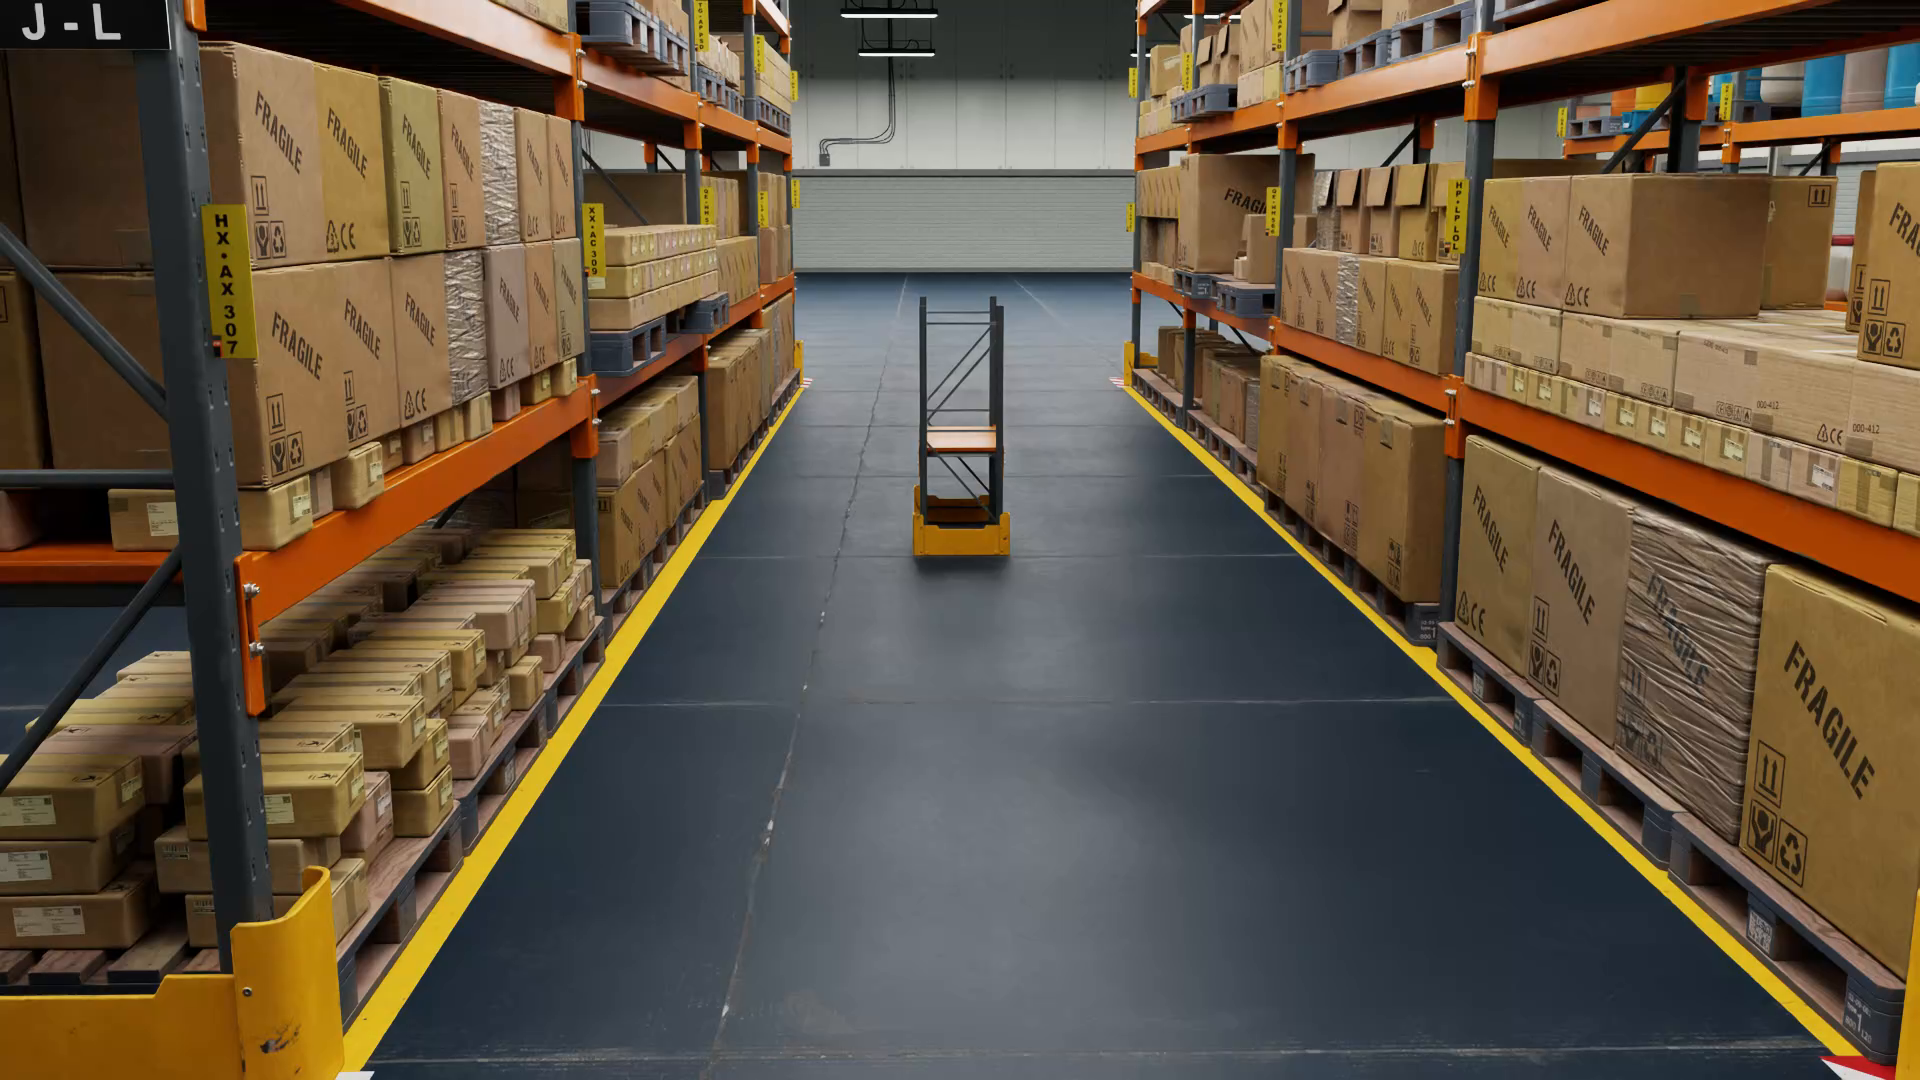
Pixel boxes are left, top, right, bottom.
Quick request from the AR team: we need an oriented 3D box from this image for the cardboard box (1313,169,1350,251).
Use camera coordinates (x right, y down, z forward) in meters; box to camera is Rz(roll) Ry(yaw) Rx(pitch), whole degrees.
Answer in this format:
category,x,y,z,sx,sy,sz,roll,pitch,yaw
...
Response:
category,x,y,z,sx,sy,sz,roll,pitch,yaw
cardboard box,2.682,-2.113,10.655,0.797,0.503,0.637,0,11,1

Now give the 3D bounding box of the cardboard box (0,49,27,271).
category,x,y,z,sx,sy,sz,roll,pitch,yaw
cardboard box,-2.370,-0.902,3.946,0.500,0.500,0.500,0,11,-2

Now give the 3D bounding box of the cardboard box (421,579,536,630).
category,x,y,z,sx,sy,sz,roll,pitch,yaw
cardboard box,-1.845,0.253,6.387,0.380,0.149,0.250,-1,11,-4

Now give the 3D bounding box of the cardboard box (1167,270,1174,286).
category,x,y,z,sx,sy,sz,roll,pitch,yaw
cardboard box,2.245,-2.580,16.364,0.380,0.149,0.250,0,11,-1

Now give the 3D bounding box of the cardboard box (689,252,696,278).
category,x,y,z,sx,sy,sz,roll,pitch,yaw
cardboard box,-1.789,-1.645,9.950,0.380,0.149,0.250,0,11,-2

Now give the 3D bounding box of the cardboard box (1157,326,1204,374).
category,x,y,z,sx,sy,sz,roll,pitch,yaw
cardboard box,2.514,-2.165,18.915,0.500,0.500,0.500,2,12,9

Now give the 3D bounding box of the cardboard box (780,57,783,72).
category,x,y,z,sx,sy,sz,roll,pitch,yaw
cardboard box,-2.077,-5.033,17.597,0.380,0.149,0.250,0,11,-1

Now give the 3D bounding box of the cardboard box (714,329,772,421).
category,x,y,z,sx,sy,sz,roll,pitch,yaw
cardboard box,-2.257,-1.493,14.975,1.050,0.750,0.750,0,11,-1

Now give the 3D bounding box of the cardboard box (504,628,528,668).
category,x,y,z,sx,sy,sz,roll,pitch,yaw
cardboard box,-1.897,0.392,6.447,0.380,0.149,0.250,0,11,0

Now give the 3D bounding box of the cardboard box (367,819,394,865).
category,x,y,z,sx,sy,sz,roll,pitch,yaw
cardboard box,-1.902,0.858,4.901,0.380,0.149,0.250,0,11,-1

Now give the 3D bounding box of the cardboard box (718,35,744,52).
category,x,y,z,sx,sy,sz,roll,pitch,yaw
cardboard box,-2.028,-4.579,15.359,0.380,0.149,0.250,0,11,-1

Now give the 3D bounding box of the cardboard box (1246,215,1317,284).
category,x,y,z,sx,sy,sz,roll,pitch,yaw
cardboard box,2.521,-2.190,12.503,0.700,0.500,0.500,1,12,7

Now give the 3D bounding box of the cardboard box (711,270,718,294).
category,x,y,z,sx,sy,sz,roll,pitch,yaw
cardboard box,-1.808,-1.704,10.989,0.380,0.149,0.250,0,11,0

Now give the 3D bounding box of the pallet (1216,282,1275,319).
category,x,y,z,sx,sy,sz,roll,pitch,yaw
pallet,2.562,-1.765,12.197,1.213,0.211,1.003,0,11,-1

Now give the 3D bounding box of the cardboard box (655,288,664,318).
category,x,y,z,sx,sy,sz,roll,pitch,yaw
cardboard box,-1.760,-1.240,8.702,0.380,0.149,0.250,0,11,-1

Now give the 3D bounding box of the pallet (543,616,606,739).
category,x,y,z,sx,sy,sz,roll,pitch,yaw
pallet,-2.145,0.578,7.181,1.003,0.211,1.213,0,11,-1

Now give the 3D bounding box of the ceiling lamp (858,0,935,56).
category,x,y,z,sx,sy,sz,roll,pitch,yaw
ceiling lamp,-1.642,-14.150,42.992,2.000,3.185,0.800,0,11,-1

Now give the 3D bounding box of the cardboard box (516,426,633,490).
category,x,y,z,sx,sy,sz,roll,pitch,yaw
cardboard box,-1.946,-0.419,8.422,0.500,0.250,0.500,-1,11,-4

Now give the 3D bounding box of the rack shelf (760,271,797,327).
category,x,y,z,sx,sy,sz,roll,pitch,yaw
rack shelf,-2.401,-2.558,17.430,1.077,0.370,4.000,0,11,-1

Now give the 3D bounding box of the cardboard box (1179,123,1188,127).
category,x,y,z,sx,sy,sz,roll,pitch,yaw
cardboard box,2.331,-3.999,15.559,0.500,0.250,0.500,0,11,1

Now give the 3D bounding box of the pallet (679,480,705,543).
category,x,y,z,sx,sy,sz,roll,pitch,yaw
pallet,-2.263,-0.195,10.992,1.003,0.211,1.213,0,11,-1

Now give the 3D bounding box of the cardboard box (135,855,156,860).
category,x,y,z,sx,sy,sz,roll,pitch,yaw
cardboard box,-2.438,0.910,4.645,0.380,0.149,0.250,0,11,1

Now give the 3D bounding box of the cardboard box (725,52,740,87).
category,x,y,z,sx,sy,sz,roll,pitch,yaw
cardboard box,-2.115,-3.919,13.859,0.500,0.250,0.500,0,11,-2

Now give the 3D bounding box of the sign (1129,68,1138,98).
category,x,y,z,sx,sy,sz,roll,pitch,yaw
sign,1.976,-5.204,18.924,0.100,0.325,0.005,0,11,-1

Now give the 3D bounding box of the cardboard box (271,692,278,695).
category,x,y,z,sx,sy,sz,roll,pitch,yaw
cardboard box,-2.431,0.557,5.633,0.380,0.149,0.250,0,11,2

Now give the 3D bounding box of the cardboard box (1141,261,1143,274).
category,x,y,z,sx,sy,sz,roll,pitch,yaw
cardboard box,2.286,-3.127,19.061,0.380,0.149,0.250,0,11,-1

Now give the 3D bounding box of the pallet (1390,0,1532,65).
category,x,y,z,sx,sy,sz,roll,pitch,yaw
pallet,2.698,-2.481,8.180,0.805,0.209,1.217,-1,11,-3

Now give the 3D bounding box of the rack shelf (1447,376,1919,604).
category,x,y,z,sx,sy,sz,roll,pitch,yaw
rack shelf,2.808,-0.172,5.674,1.077,0.370,4.000,0,11,-1

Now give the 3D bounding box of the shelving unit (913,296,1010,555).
category,x,y,z,sx,sy,sz,roll,pitch,yaw
shelving unit,-0.002,-0.750,10.485,0.587,1.500,1.083,0,11,-1

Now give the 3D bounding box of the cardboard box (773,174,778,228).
category,x,y,z,sx,sy,sz,roll,pitch,yaw
cardboard box,-2.353,-3.511,17.227,0.875,0.550,0.500,0,11,-1

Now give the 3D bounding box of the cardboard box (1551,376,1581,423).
category,x,y,z,sx,sy,sz,roll,pitch,yaw
cardboard box,2.464,-0.532,6.267,0.380,0.149,0.250,0,11,-2

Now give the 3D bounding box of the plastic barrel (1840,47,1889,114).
category,x,y,z,sx,sy,sz,roll,pitch,yaw
plastic barrel,7.794,-4.019,14.018,0.600,0.901,0.600,0,11,0

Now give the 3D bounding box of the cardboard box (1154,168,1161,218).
category,x,y,z,sx,sy,sz,roll,pitch,yaw
cardboard box,2.289,-3.584,17.167,0.500,0.500,0.500,0,11,-1

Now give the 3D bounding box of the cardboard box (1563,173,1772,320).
category,x,y,z,sx,sy,sz,roll,pitch,yaw
cardboard box,2.538,-1.065,6.006,0.500,0.500,0.500,-1,11,-3

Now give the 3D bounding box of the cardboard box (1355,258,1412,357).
category,x,y,z,sx,sy,sz,roll,pitch,yaw
cardboard box,2.462,-1.266,9.002,0.500,0.500,0.500,0,11,-2

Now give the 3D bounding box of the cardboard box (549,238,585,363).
category,x,y,z,sx,sy,sz,roll,pitch,yaw
cardboard box,-1.902,-1.022,7.053,0.500,0.500,0.500,0,11,-1

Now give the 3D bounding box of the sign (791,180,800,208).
category,x,y,z,sx,sy,sz,roll,pitch,yaw
sign,-1.900,-3.991,19.177,0.100,0.325,0.005,0,11,-1

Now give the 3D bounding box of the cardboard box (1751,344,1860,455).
category,x,y,z,sx,sy,sz,roll,pitch,yaw
cardboard box,2.564,-0.396,4.595,0.500,0.250,0.500,0,11,-2

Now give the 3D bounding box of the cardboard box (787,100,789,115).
category,x,y,z,sx,sy,sz,roll,pitch,yaw
cardboard box,-2.093,-4.795,18.428,0.380,0.149,0.250,0,11,-1

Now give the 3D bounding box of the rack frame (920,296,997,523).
category,x,y,z,sx,sy,sz,roll,pitch,yaw
rack frame,-0.012,-0.853,10.992,0.500,1.500,0.032,0,11,-1

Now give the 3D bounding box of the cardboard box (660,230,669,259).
category,x,y,z,sx,sy,sz,roll,pitch,yaw
cardboard box,-1.766,-1.584,8.900,0.380,0.149,0.250,0,11,-2

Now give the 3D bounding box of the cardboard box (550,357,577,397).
category,x,y,z,sx,sy,sz,roll,pitch,yaw
cardboard box,-1.841,-0.693,7.060,0.380,0.149,0.250,-1,11,-3

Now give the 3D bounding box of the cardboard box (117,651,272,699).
category,x,y,z,sx,sy,sz,roll,pitch,yaw
cardboard box,-2.460,0.462,5.353,0.380,0.149,0.250,0,11,1

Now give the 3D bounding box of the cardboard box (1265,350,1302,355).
category,x,y,z,sx,sy,sz,roll,pitch,yaw
cardboard box,2.619,-1.314,12.787,0.500,0.250,0.500,1,12,5

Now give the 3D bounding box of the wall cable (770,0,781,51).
category,x,y,z,sx,sy,sz,roll,pitch,yaw
wall cable,-6.799,-15.805,49.498,3.097,2.526,0.112,0,11,-1

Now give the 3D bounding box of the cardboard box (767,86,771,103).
category,x,y,z,sx,sy,sz,roll,pitch,yaw
cardboard box,-2.044,-4.339,16.182,0.380,0.149,0.250,0,11,-2

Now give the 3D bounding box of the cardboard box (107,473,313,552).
category,x,y,z,sx,sy,sz,roll,pitch,yaw
cardboard box,-1.791,-0.070,3.990,0.380,0.149,0.250,0,11,-2

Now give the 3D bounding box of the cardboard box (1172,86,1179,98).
category,x,y,z,sx,sy,sz,roll,pitch,yaw
cardboard box,2.268,-4.326,16.168,0.380,0.149,0.250,-1,11,-3

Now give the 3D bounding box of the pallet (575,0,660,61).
category,x,y,z,sx,sy,sz,roll,pitch,yaw
pallet,-2.101,-2.423,7.888,1.213,0.211,1.003,0,11,-1

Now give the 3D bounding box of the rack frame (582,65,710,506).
category,x,y,z,sx,sy,sz,roll,pitch,yaw
rack frame,-2.277,-1.717,11.480,1.000,3.000,0.127,0,11,-1

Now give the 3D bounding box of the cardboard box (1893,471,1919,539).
category,x,y,z,sx,sy,sz,roll,pitch,yaw
cardboard box,2.512,-0.074,4.010,0.380,0.149,0.250,0,11,0

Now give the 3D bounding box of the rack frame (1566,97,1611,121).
category,x,y,z,sx,sy,sz,roll,pitch,yaw
rack frame,7.470,-6.268,18.824,1.000,3.000,0.127,0,11,-1

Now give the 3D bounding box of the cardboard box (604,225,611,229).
category,x,y,z,sx,sy,sz,roll,pitch,yaw
cardboard box,-2.453,-1.946,10.684,0.380,0.149,0.250,-1,11,-3

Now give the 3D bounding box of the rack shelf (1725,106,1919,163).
category,x,y,z,sx,sy,sz,roll,pitch,yaw
rack shelf,7.594,-3.253,13.315,1.077,0.370,4.000,0,11,-1
